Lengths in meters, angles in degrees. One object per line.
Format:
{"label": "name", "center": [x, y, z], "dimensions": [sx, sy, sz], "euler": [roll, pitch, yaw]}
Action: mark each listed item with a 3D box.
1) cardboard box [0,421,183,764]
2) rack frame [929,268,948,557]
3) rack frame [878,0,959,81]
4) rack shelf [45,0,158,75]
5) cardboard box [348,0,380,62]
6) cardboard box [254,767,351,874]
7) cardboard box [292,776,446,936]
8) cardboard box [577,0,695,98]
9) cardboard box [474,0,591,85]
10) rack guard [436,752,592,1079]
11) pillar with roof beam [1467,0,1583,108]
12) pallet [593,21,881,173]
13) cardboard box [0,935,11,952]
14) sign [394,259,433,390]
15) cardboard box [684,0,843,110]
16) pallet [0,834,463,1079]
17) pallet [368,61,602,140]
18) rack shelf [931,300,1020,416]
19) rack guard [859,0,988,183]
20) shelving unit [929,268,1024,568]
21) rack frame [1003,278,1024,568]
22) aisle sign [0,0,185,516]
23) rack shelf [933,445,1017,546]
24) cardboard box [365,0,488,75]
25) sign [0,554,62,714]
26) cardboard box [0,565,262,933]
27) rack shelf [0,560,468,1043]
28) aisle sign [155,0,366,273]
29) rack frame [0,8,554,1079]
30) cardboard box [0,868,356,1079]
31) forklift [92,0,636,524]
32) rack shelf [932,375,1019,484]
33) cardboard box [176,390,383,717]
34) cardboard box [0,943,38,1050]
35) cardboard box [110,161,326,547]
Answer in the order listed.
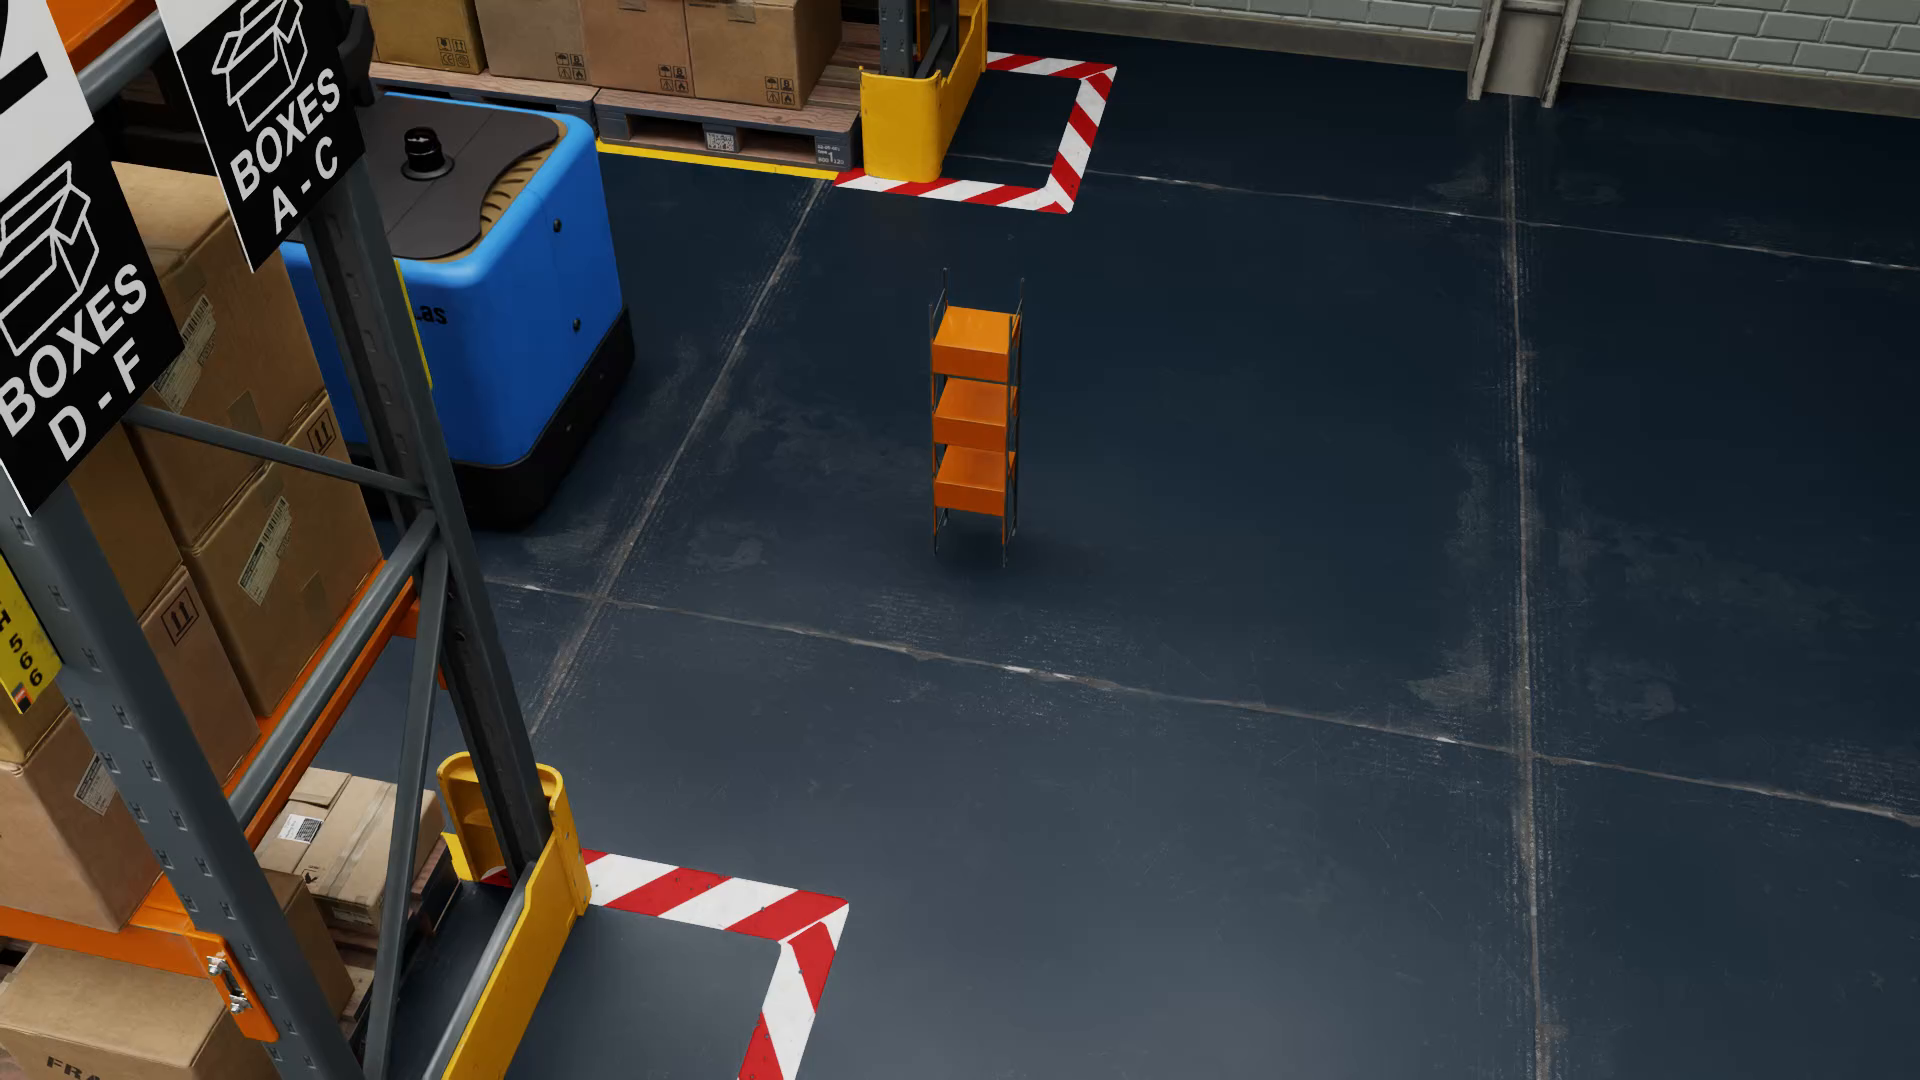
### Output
{"label": "cardboard box", "center": [-1.746, -0.008, 2.803], "dimensions": [0.500, 0.500, 0.500], "euler": [8, 45, 9]}
{"label": "rack frame", "center": [-0.067, -0.389, 5.397], "dimensions": [0.008, 1.050, 0.200], "euler": [9, 45, 9]}
{"label": "rack frame", "center": [-0.173, -3.084, 6.791], "dimensions": [0.127, 3.000, 1.000], "euler": [9, 45, 9]}
{"label": "rack shelf", "center": [-3.203, -0.855, 2.831], "dimensions": [4.000, 0.370, 1.077], "euler": [9, 45, 9]}
{"label": "cardboard box", "center": [-2.880, -2.679, 7.870], "dimensions": [0.500, 0.500, 0.700], "euler": [8, 45, 9]}
{"label": "cardboard box", "center": [-1.829, 0.798, 4.484], "dimensions": [0.250, 0.166, 0.380], "euler": [9, 45, 9]}
{"label": "cardboard box", "center": [-1.585, 0.842, 4.451], "dimensions": [0.250, 0.149, 0.380], "euler": [9, 45, 9]}
{"label": "cardboard box", "center": [-1.366, -2.449, 7.631], "dimensions": [0.500, 0.500, 0.700], "euler": [9, 45, 9]}
{"label": "cardboard box", "center": [-1.857, -2.524, 7.709], "dimensions": [0.500, 0.500, 0.700], "euler": [7, 44, 8]}
{"label": "rack guard", "center": [-1.325, 1.158, 4.186], "dimensions": [0.348, 0.500, 1.175], "euler": [9, 45, 9]}
{"label": "pillar with roof beam", "center": [1.710, -2.508, 1.867], "dimensions": [0.400, 9.000, 9.100], "euler": [9, 45, 9]}
{"label": "pallet", "center": [-0.971, -2.147, 7.829], "dimensions": [1.213, 0.211, 1.003], "euler": [9, 45, 9]}
{"label": "cardboard box", "center": [-2.756, 1.021, 4.191], "dimensions": [0.500, 0.250, 0.500], "euler": [9, 45, 9]}
{"label": "sign", "center": [-1.133, -0.410, 3.389], "dimensions": [0.005, 0.325, 0.100], "euler": [9, 45, 9]}
{"label": "cardboard box", "center": [-0.878, -2.373, 7.552], "dimensions": [0.500, 0.500, 0.700], "euler": [9, 45, 9]}
{"label": "pallet", "center": [-2.104, 1.142, 4.411], "dimensions": [1.213, 0.211, 1.003], "euler": [9, 45, 9]}
{"label": "pallet", "center": [-2.157, -2.334, 8.022], "dimensions": [1.213, 0.211, 1.003], "euler": [9, 45, 9]}
{"label": "rack shelf", "center": [0.052, -0.567, 5.188], "dimensions": [0.240, 0.259, 0.215], "euler": [9, 45, 9]}
{"label": "rack guard", "center": [-0.150, -2.180, 7.654], "dimensions": [0.348, 0.500, 1.175], "euler": [9, 45, 9]}
{"label": "shelving unit", "center": [0.052, -0.370, 5.377], "dimensions": [0.252, 1.050, 0.215], "euler": [9, 45, 9]}
{"label": "rack frame", "center": [0.171, -0.352, 5.358], "dimensions": [0.008, 1.050, 0.200], "euler": [9, 45, 9]}
{"label": "aisle sign", "center": [-1.252, -0.450, 2.180], "dimensions": [0.004, 0.787, 0.394], "euler": [9, 45, 9]}
{"label": "rack shelf", "center": [0.052, -0.162, 5.578], "dimensions": [0.240, 0.259, 0.215], "euler": [9, 45, 9]}
{"label": "cardboard box", "center": [-2.379, -2.600, 7.788], "dimensions": [0.500, 0.500, 0.700], "euler": [10, 45, 10]}
{"label": "sign", "center": [-1.392, 0.111, 2.409], "dimensions": [0.005, 0.325, 0.100], "euler": [9, 45, 9]}
{"label": "cardboard box", "center": [-1.748, 0.349, 3.152], "dimensions": [0.500, 0.500, 0.500], "euler": [10, 45, 10]}
{"label": "rack shelf", "center": [-3.203, 0.225, 3.872], "dimensions": [4.000, 0.370, 1.077], "euler": [9, 45, 9]}
{"label": "aisle sign", "center": [-1.121, -0.856, 2.602], "dimensions": [0.004, 0.787, 0.394], "euler": [9, 45, 9]}
{"label": "rack frame", "center": [-1.251, 0.269, 3.307], "dimensions": [0.127, 3.000, 1.000], "euler": [9, 45, 9]}
{"label": "cardboard box", "center": [-1.836, 1.096, 3.934], "dimensions": [0.500, 0.500, 0.500], "euler": [9, 45, 9]}
{"label": "forklift", "center": [-2.818, -1.656, 5.357], "dimensions": [3.031, 2.935, 1.130], "euler": [10, 45, 10]}
{"label": "rack shelf", "center": [0.052, -0.363, 5.385], "dimensions": [0.240, 0.259, 0.215], "euler": [9, 45, 9]}
{"label": "cardboard box", "center": [-1.627, -0.013, 3.528], "dimensions": [0.500, 0.500, 0.500], "euler": [10, 45, 10]}
{"label": "cardboard box", "center": [-2.211, 1.094, 4.177], "dimensions": [0.250, 0.166, 0.380], "euler": [9, 45, 9]}
{"label": "cardboard box", "center": [-1.627, -0.373, 3.181], "dimensions": [0.500, 0.500, 0.500], "euler": [10, 45, 10]}
